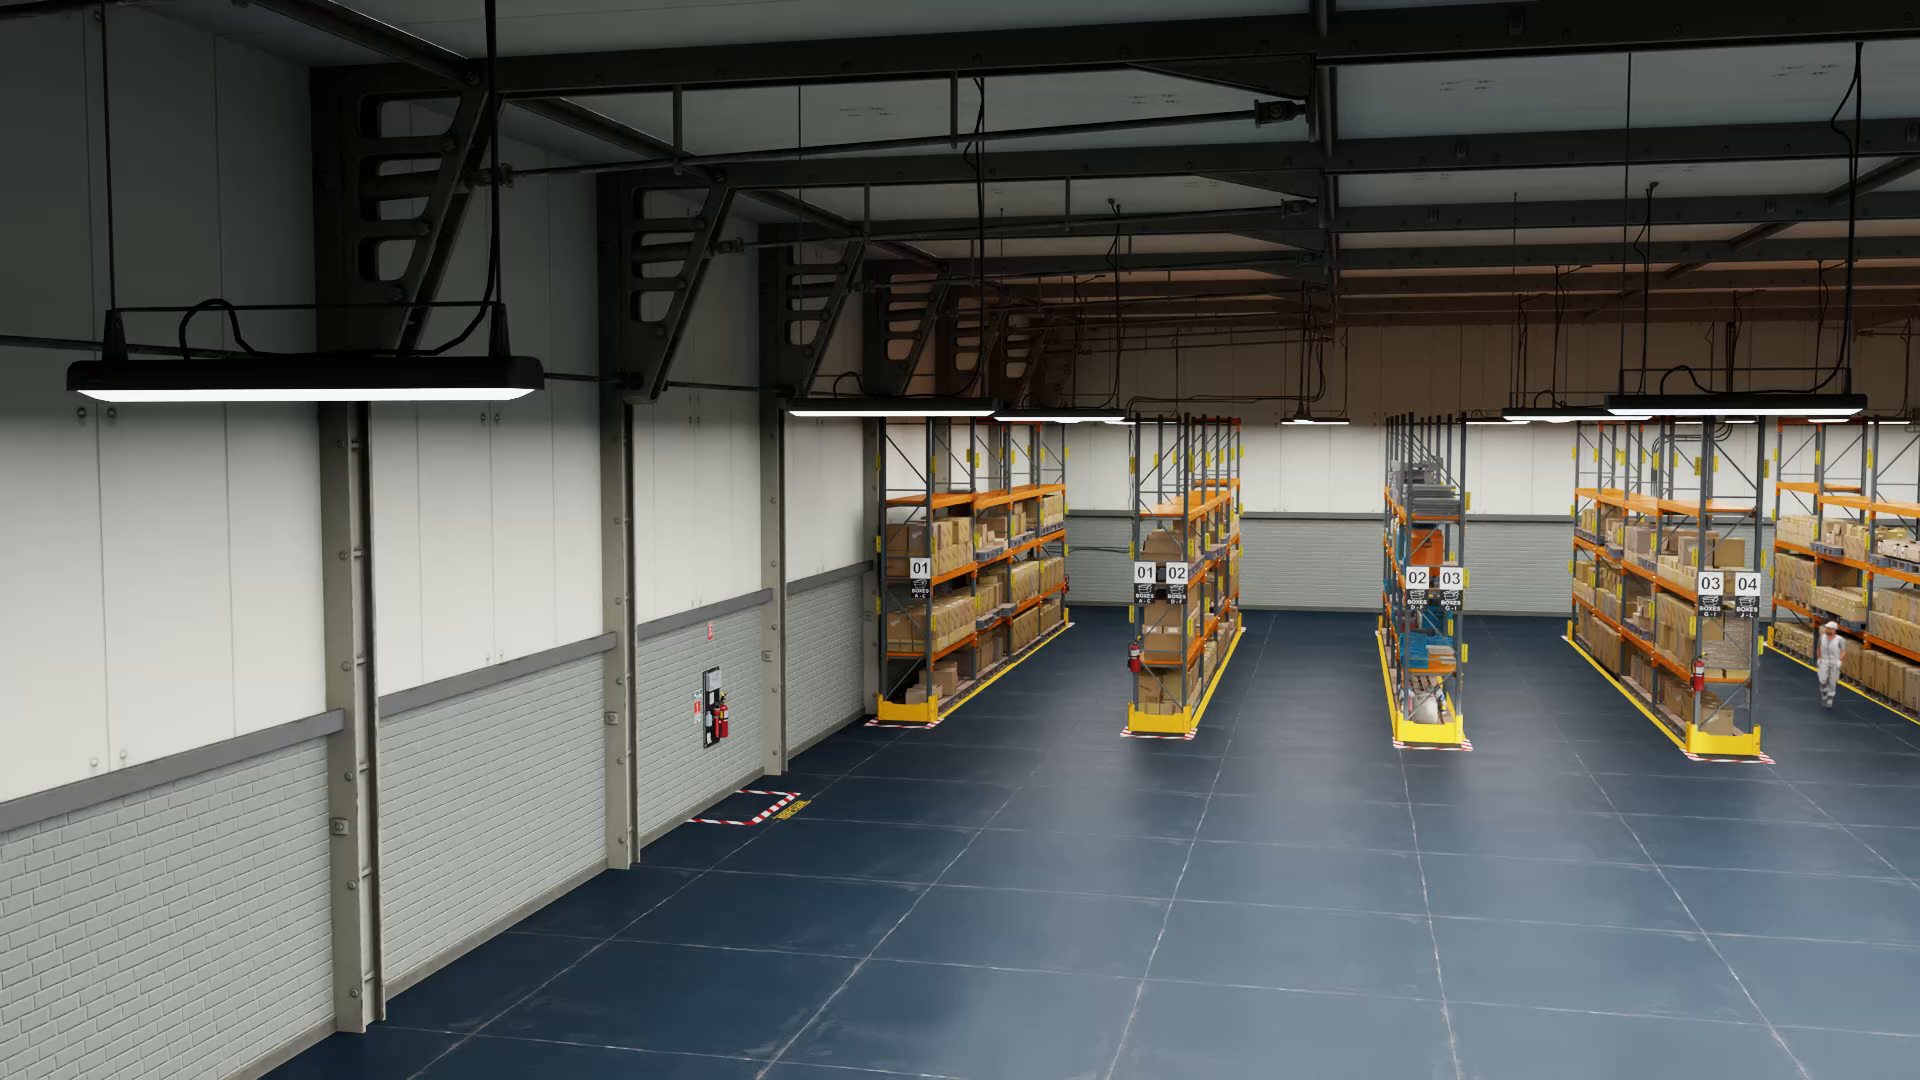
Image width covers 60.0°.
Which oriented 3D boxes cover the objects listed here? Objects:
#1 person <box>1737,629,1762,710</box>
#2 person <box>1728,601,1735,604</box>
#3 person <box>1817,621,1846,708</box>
[{"bbox_3d":[16.048,2.605,33.788,0.429,1.679,0.530,1,4,21],"label":"person"},{"bbox_3d":[19.957,1.930,43.071,0.536,1.733,1.030,1,4,18],"label":"person"},{"bbox_3d":[17.730,2.543,33.830,0.511,1.776,0.661,2,4,24],"label":"person"}]
